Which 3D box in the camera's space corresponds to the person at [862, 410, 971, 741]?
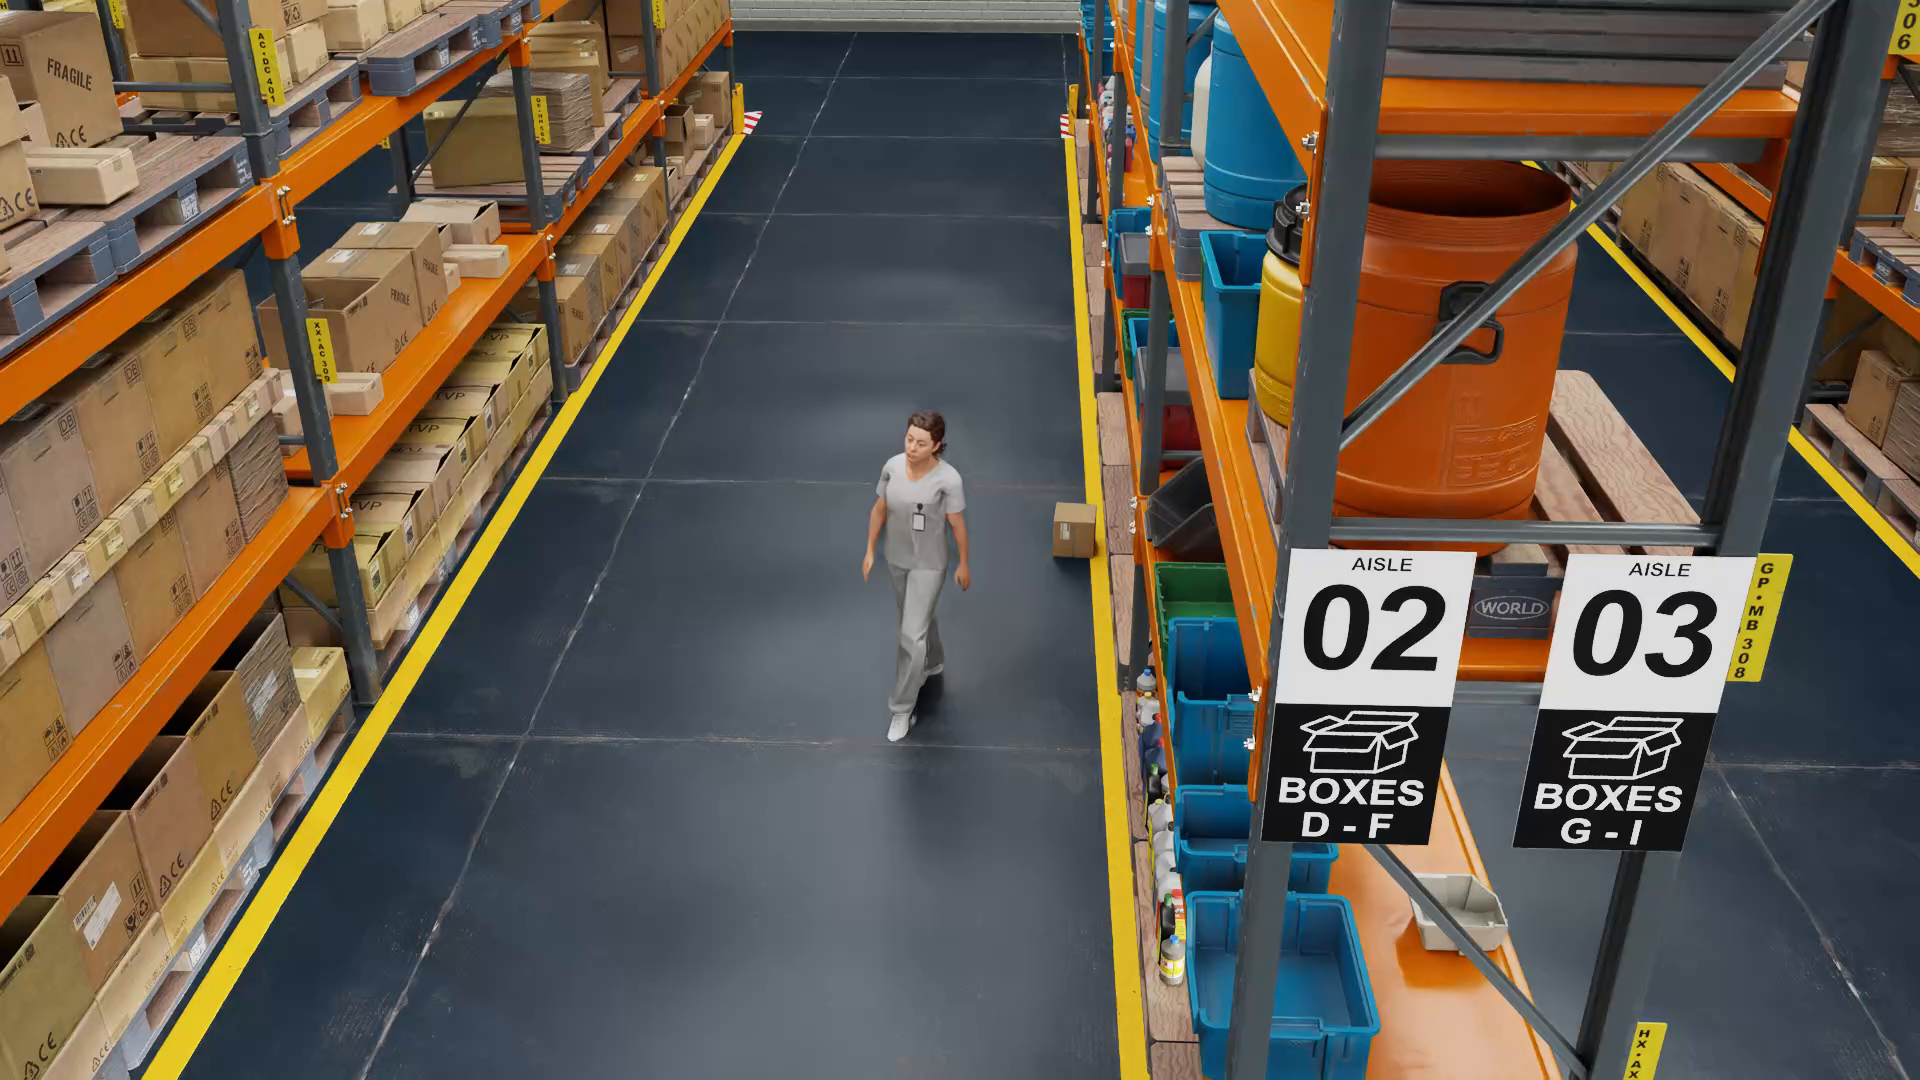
[{"bbox_3d":[-0.234,0.160,8.384,0.501,1.698,0.691,16,32,28],"label":"person"}]
